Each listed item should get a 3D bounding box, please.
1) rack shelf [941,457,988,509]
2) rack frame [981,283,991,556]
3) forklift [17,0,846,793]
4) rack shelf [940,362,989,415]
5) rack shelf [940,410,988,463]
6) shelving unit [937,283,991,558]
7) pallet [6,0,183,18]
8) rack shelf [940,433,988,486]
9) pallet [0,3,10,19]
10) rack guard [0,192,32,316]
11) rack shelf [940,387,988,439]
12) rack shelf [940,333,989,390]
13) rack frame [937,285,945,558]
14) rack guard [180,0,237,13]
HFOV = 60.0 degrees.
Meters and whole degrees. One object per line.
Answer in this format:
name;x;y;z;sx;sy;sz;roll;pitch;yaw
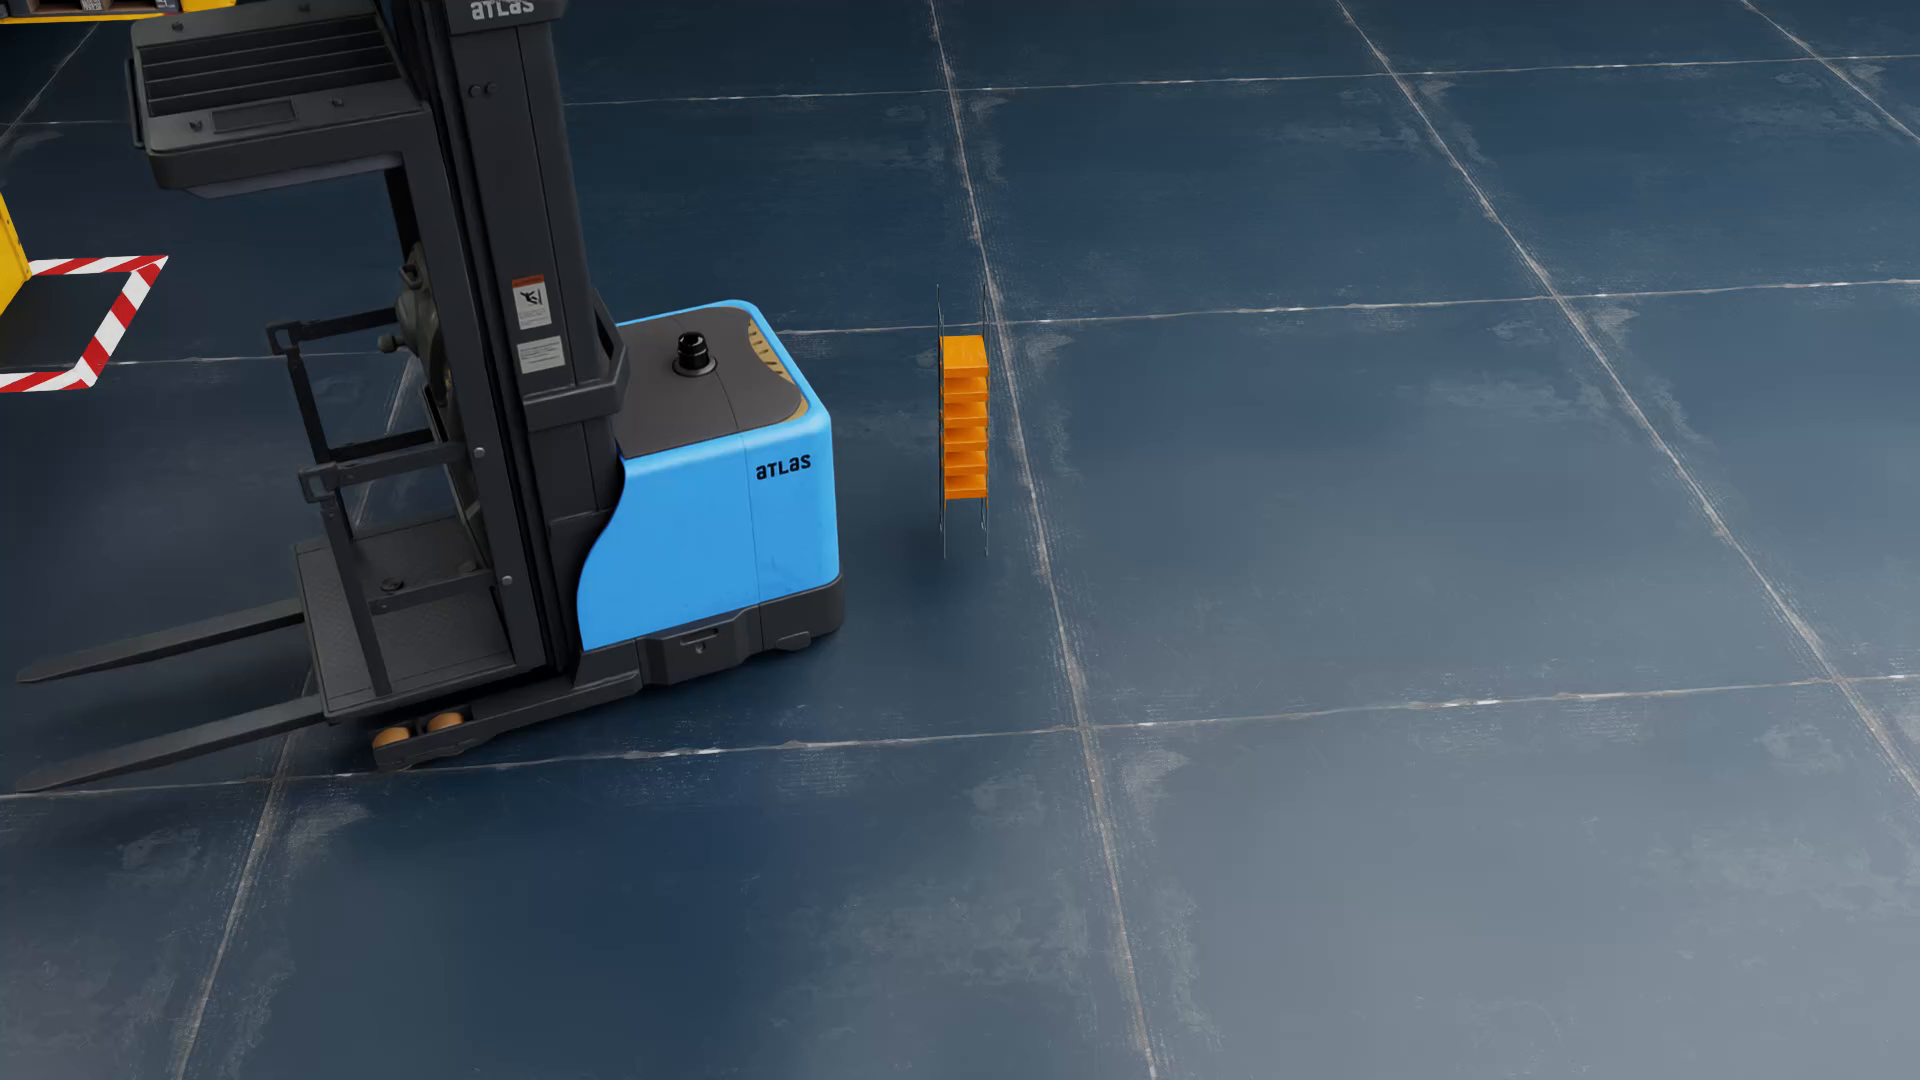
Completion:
rack shelf;0.014;-0.249;7.056;0.180;0.103;0.258;-3;38;-4
rack frame;0.106;-0.477;6.886;0.006;1.200;0.240;-3;38;-4
forklift;-2.027;-0.666;5.728;3.031;2.935;1.130;-15;41;-18
rack shelf;0.014;-0.625;6.758;0.180;0.103;0.258;-3;38;-4
rack shelf;0.014;-0.437;6.907;0.180;0.103;0.258;-3;38;-4
shelving unit;0.014;-0.472;6.879;0.189;1.200;0.258;-3;38;-4
pallet;-6.322;-4.197;12.399;1.213;0.211;1.003;-3;38;-4
rack shelf;0.014;-0.343;6.981;0.180;0.103;0.258;-3;38;-4
pallet;-7.534;-4.132;12.317;1.213;0.211;1.003;-3;38;-4
rack guard;-5.196;-1.312;8.509;0.348;0.500;1.175;-3;38;-4
rack shelf;0.014;-0.531;6.833;0.180;0.103;0.258;-3;38;-4
rack shelf;0.014;-0.720;6.684;0.180;0.103;0.258;-3;38;-4
rack frame;-0.077;-0.467;6.873;0.006;1.200;0.240;-3;38;-4
rack guard;-5.540;-4.380;12.397;0.348;0.500;1.175;-3;38;-4
